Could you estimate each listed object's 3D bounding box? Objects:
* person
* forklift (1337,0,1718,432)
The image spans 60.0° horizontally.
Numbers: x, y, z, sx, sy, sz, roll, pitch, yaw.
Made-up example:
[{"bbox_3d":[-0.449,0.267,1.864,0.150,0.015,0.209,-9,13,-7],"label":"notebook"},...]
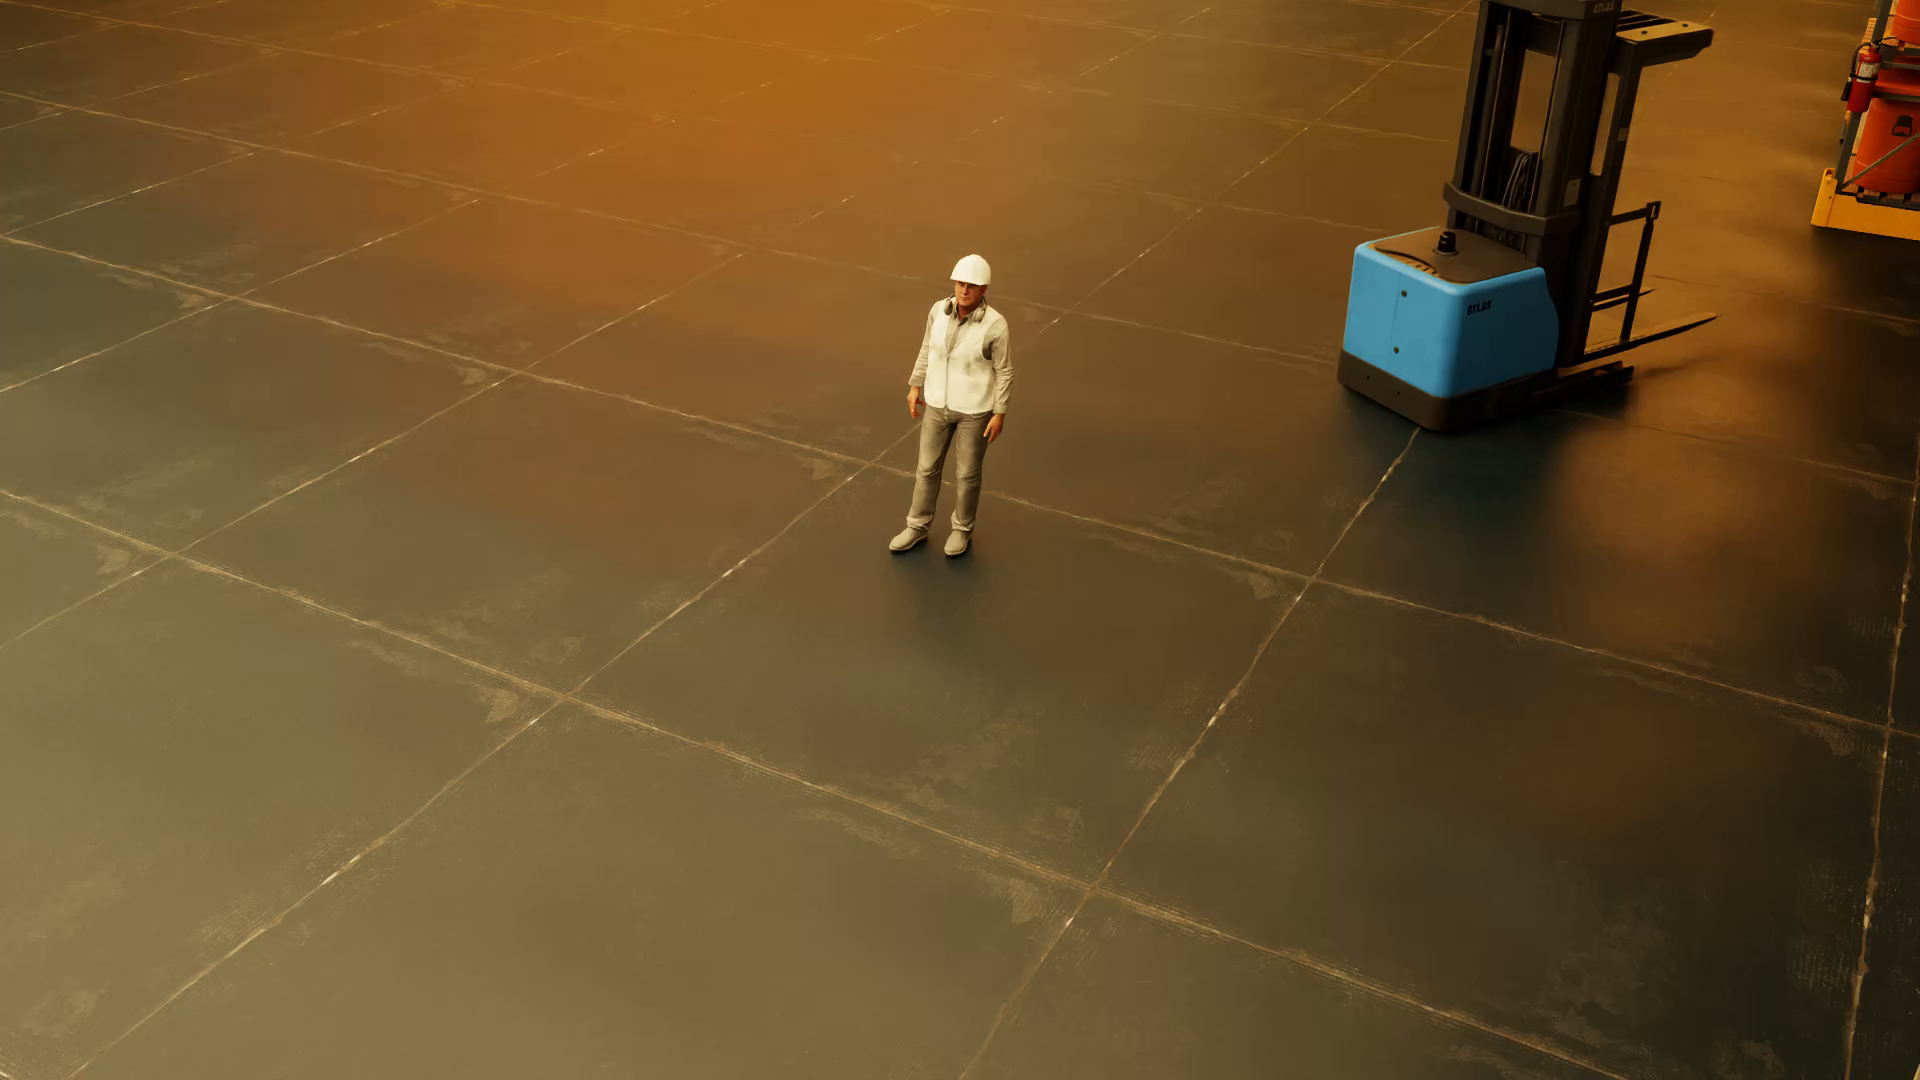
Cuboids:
[{"bbox_3d":[-0.037,-0.749,9.510,0.634,1.775,0.564,15,33,25],"label":"person"},{"bbox_3d":[4.217,-2.525,11.446,3.031,2.935,1.130,-16,34,-26],"label":"forklift"}]
